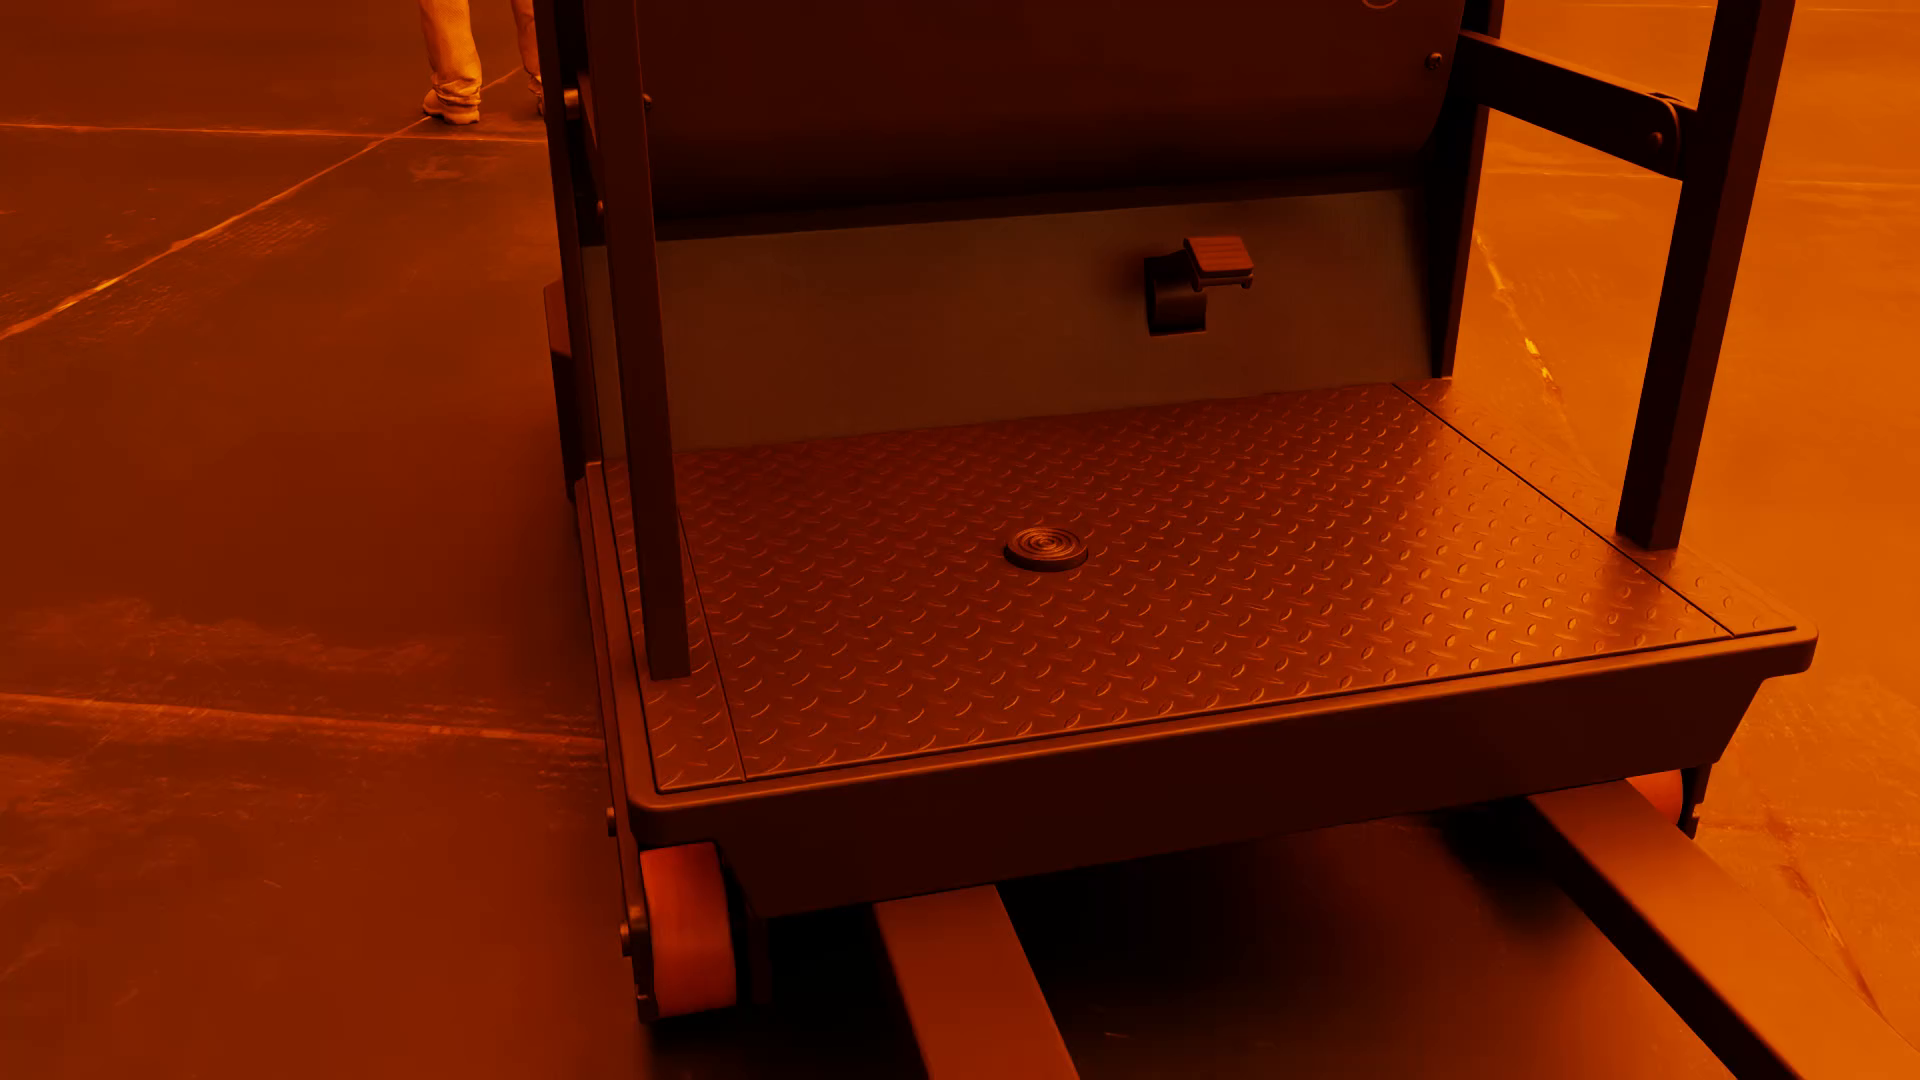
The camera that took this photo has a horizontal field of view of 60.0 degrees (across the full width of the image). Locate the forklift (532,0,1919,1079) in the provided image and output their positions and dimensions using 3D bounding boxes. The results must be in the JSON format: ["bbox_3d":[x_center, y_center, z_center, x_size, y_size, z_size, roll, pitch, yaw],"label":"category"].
[{"bbox_3d":[0.153,-1.049,1.319,1.130,2.935,3.031,-7,27,-13],"label":"forklift"}]

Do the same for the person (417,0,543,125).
[{"bbox_3d":[-1.441,-2.105,4.737,0.592,1.770,0.465,-13,29,-25],"label":"person"}]
